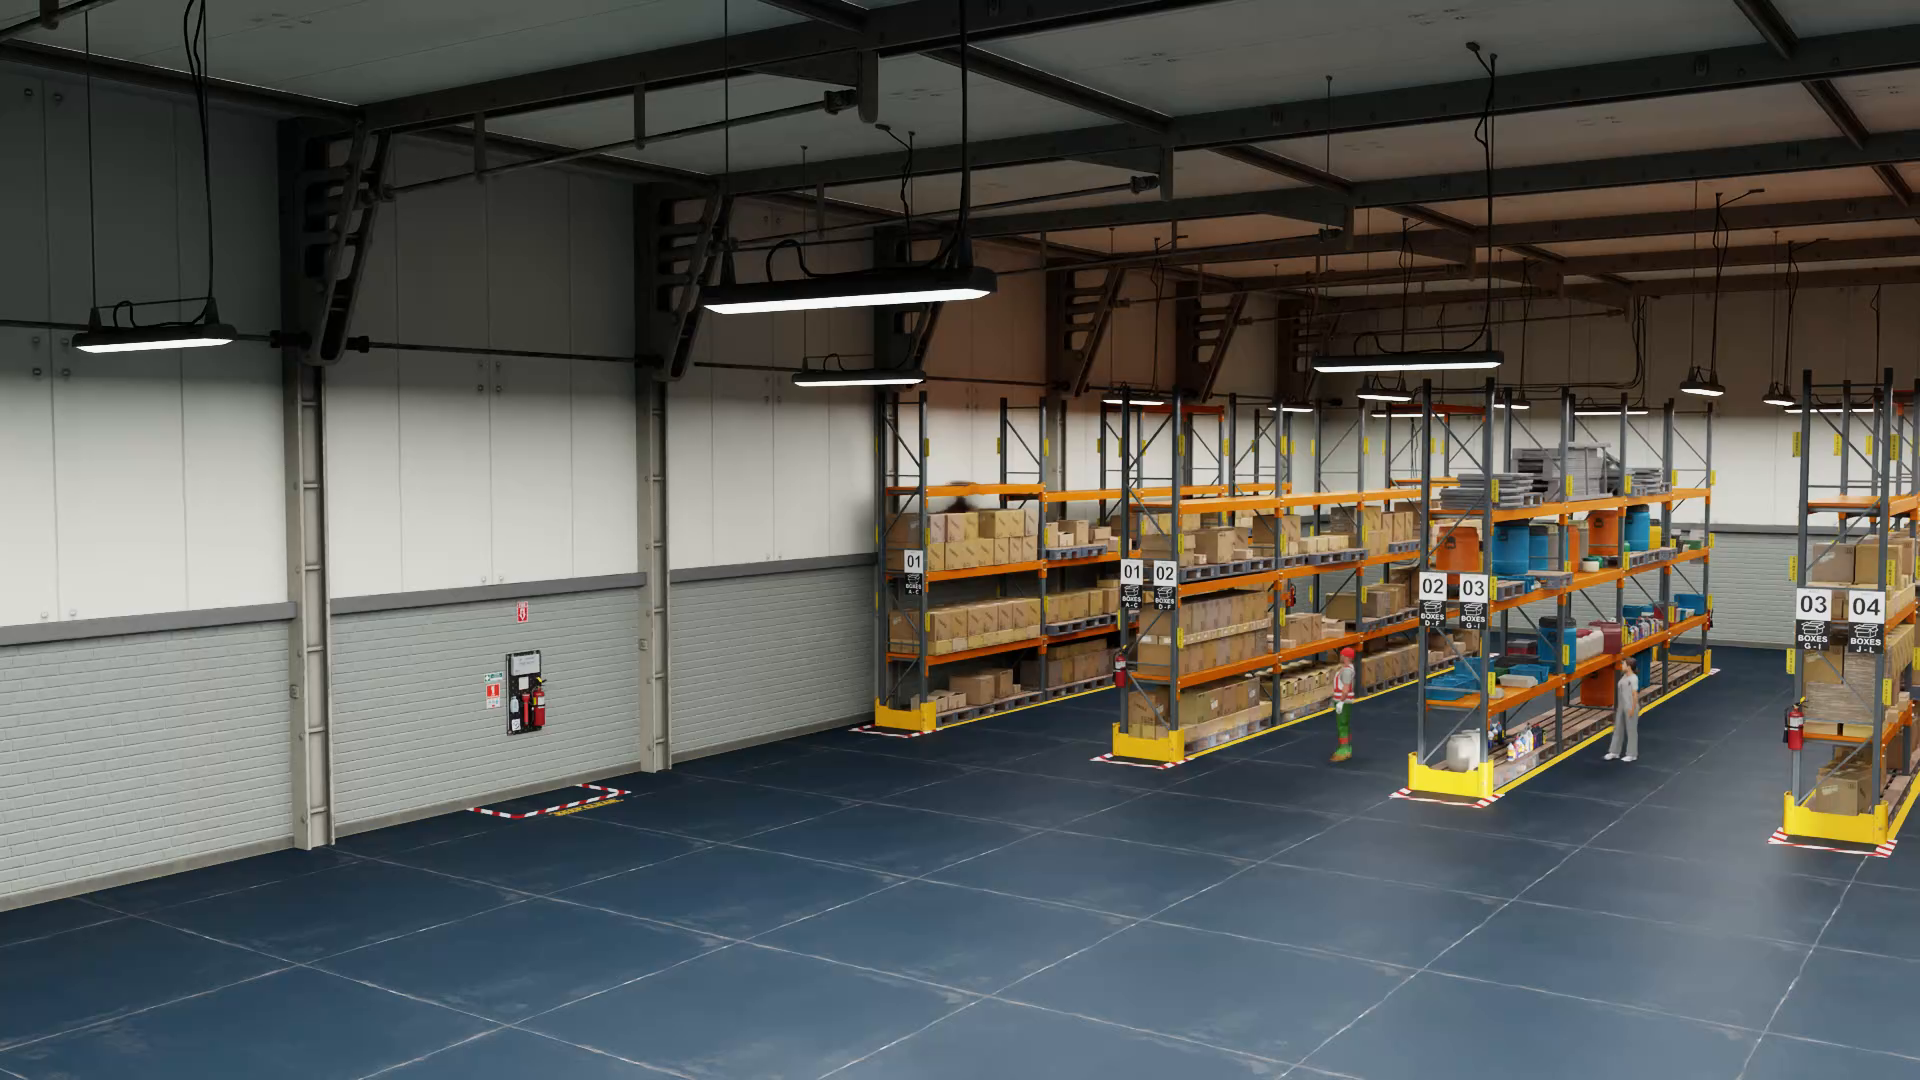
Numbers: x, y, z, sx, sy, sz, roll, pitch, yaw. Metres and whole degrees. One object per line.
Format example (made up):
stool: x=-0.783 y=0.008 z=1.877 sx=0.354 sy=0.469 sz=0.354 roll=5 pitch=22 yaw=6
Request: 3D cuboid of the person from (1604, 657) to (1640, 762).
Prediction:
person: x=10.611 y=2.707 z=26.560 sx=0.498 sy=1.675 sz=0.498 roll=-1 pitch=3 yaw=-12

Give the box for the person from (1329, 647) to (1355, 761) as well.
person: x=6.129 y=2.630 z=26.740 sx=0.504 sy=1.819 sz=0.570 roll=0 pitch=3 yaw=-7
